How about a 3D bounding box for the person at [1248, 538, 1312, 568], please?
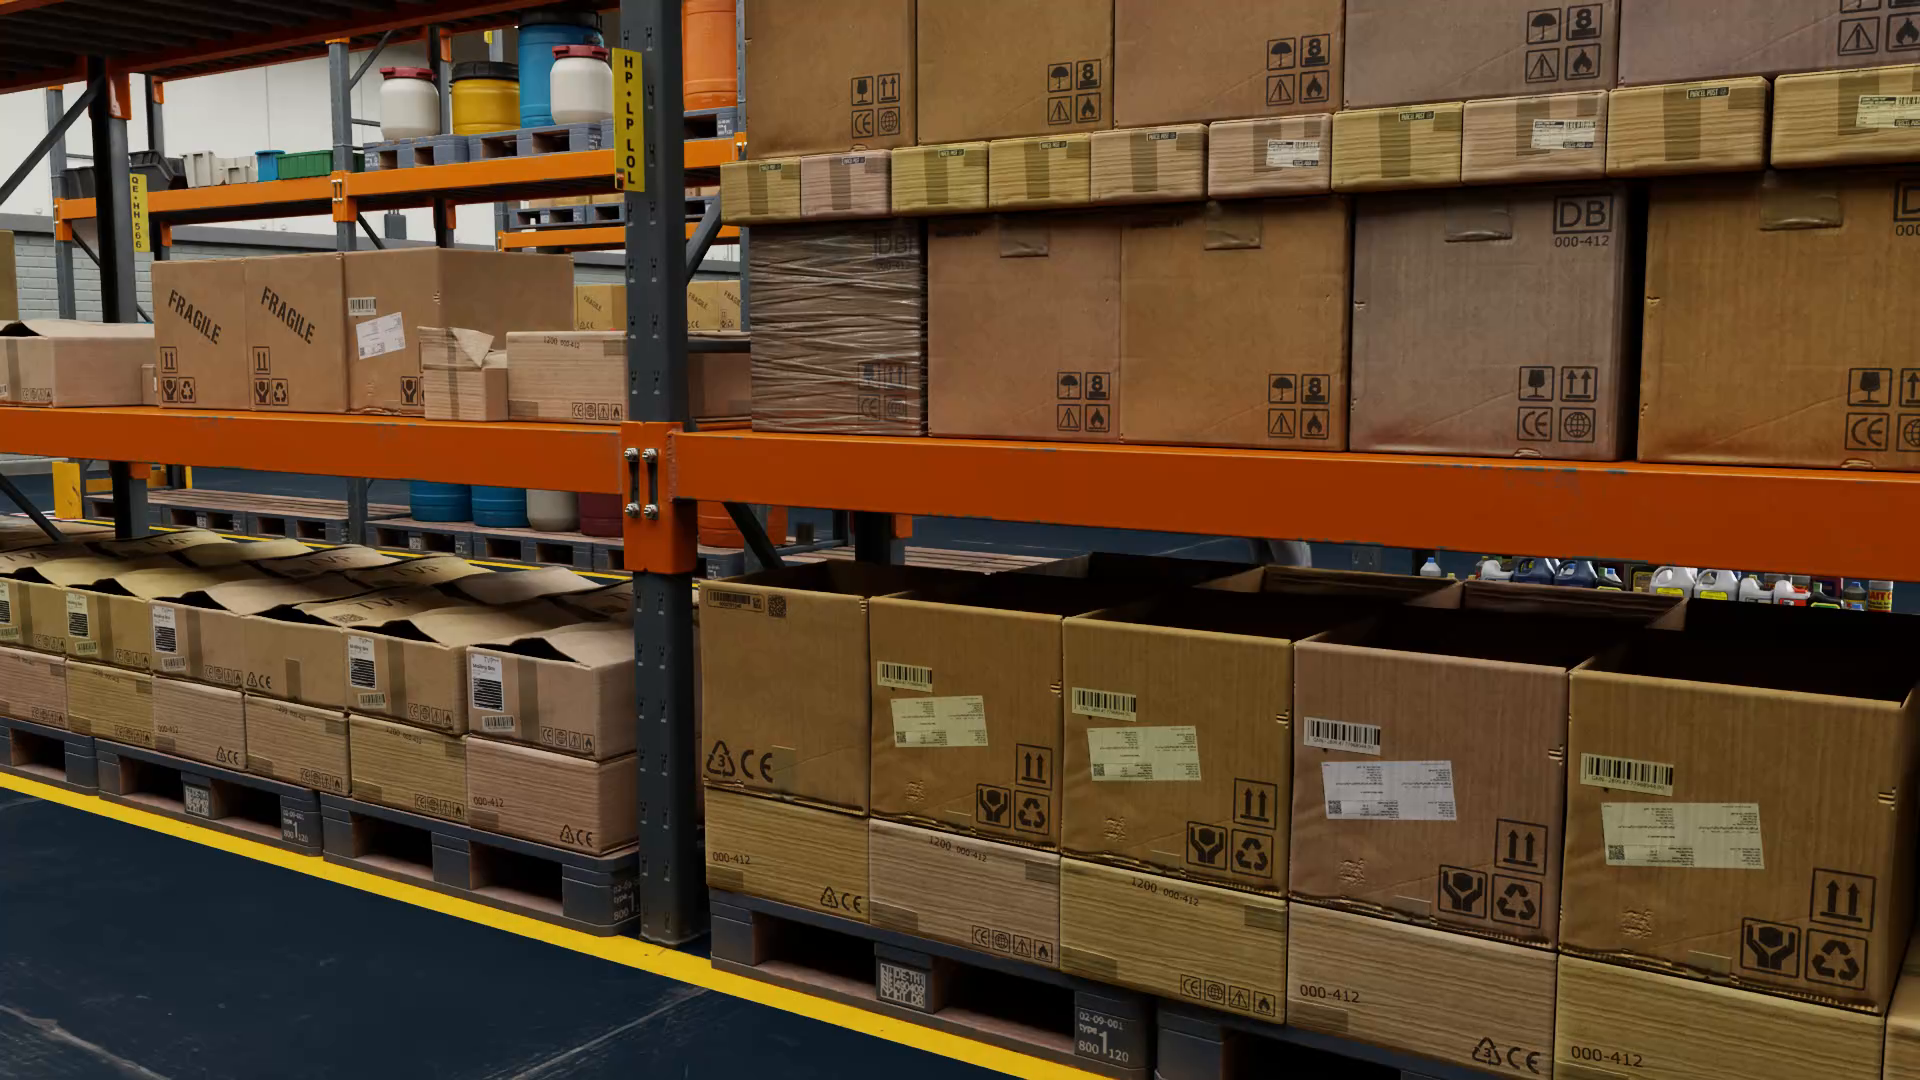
[{"bbox_3d":[1.344,-0.135,7.258,0.519,1.593,0.430,-1,7,-11],"label":"person"}]
